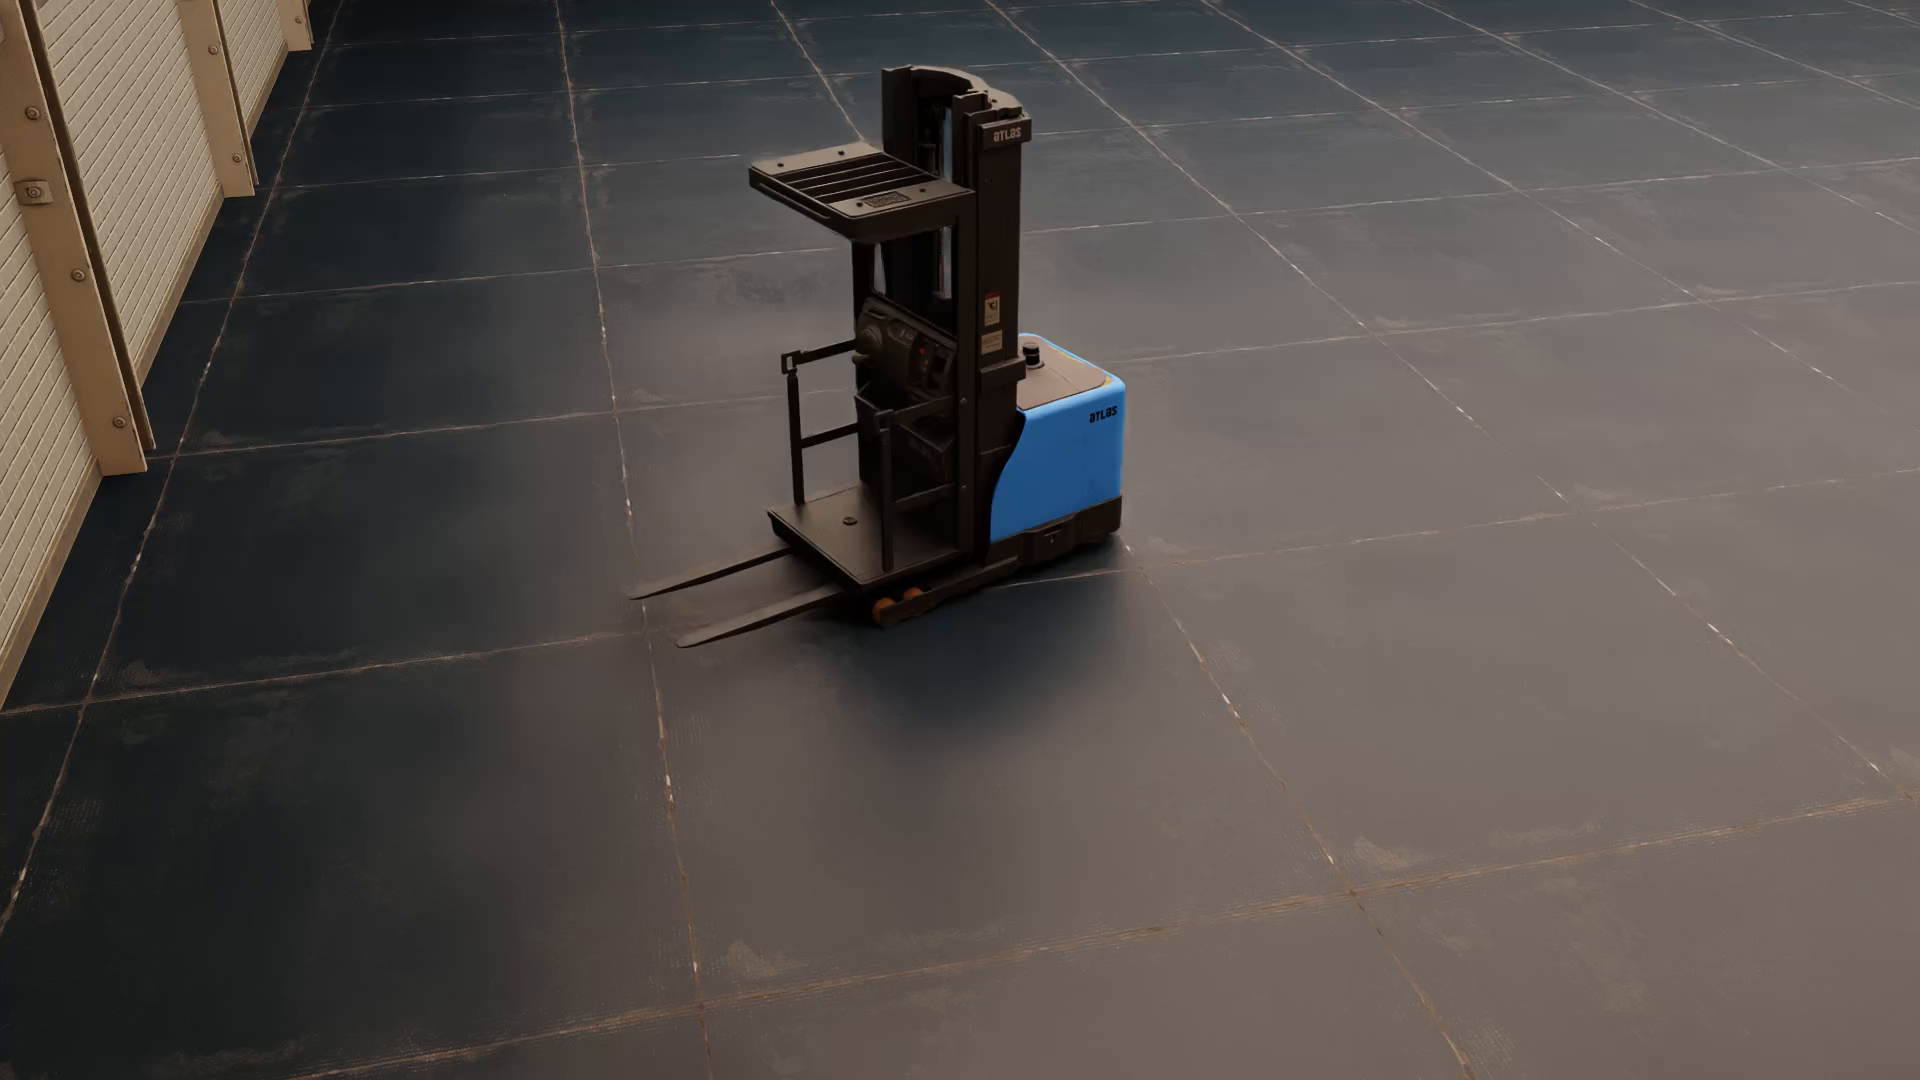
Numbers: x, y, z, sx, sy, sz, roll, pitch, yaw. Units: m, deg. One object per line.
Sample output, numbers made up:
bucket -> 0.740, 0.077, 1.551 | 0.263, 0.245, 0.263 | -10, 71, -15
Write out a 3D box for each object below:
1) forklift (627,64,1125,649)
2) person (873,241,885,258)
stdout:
forklift -> -0.483, -1.064, 9.412 | 3.031, 2.935, 1.130 | -20, 35, -30
person -> -0.481, -2.499, 13.150 | 0.569, 1.654, 0.504 | -16, 34, -25
